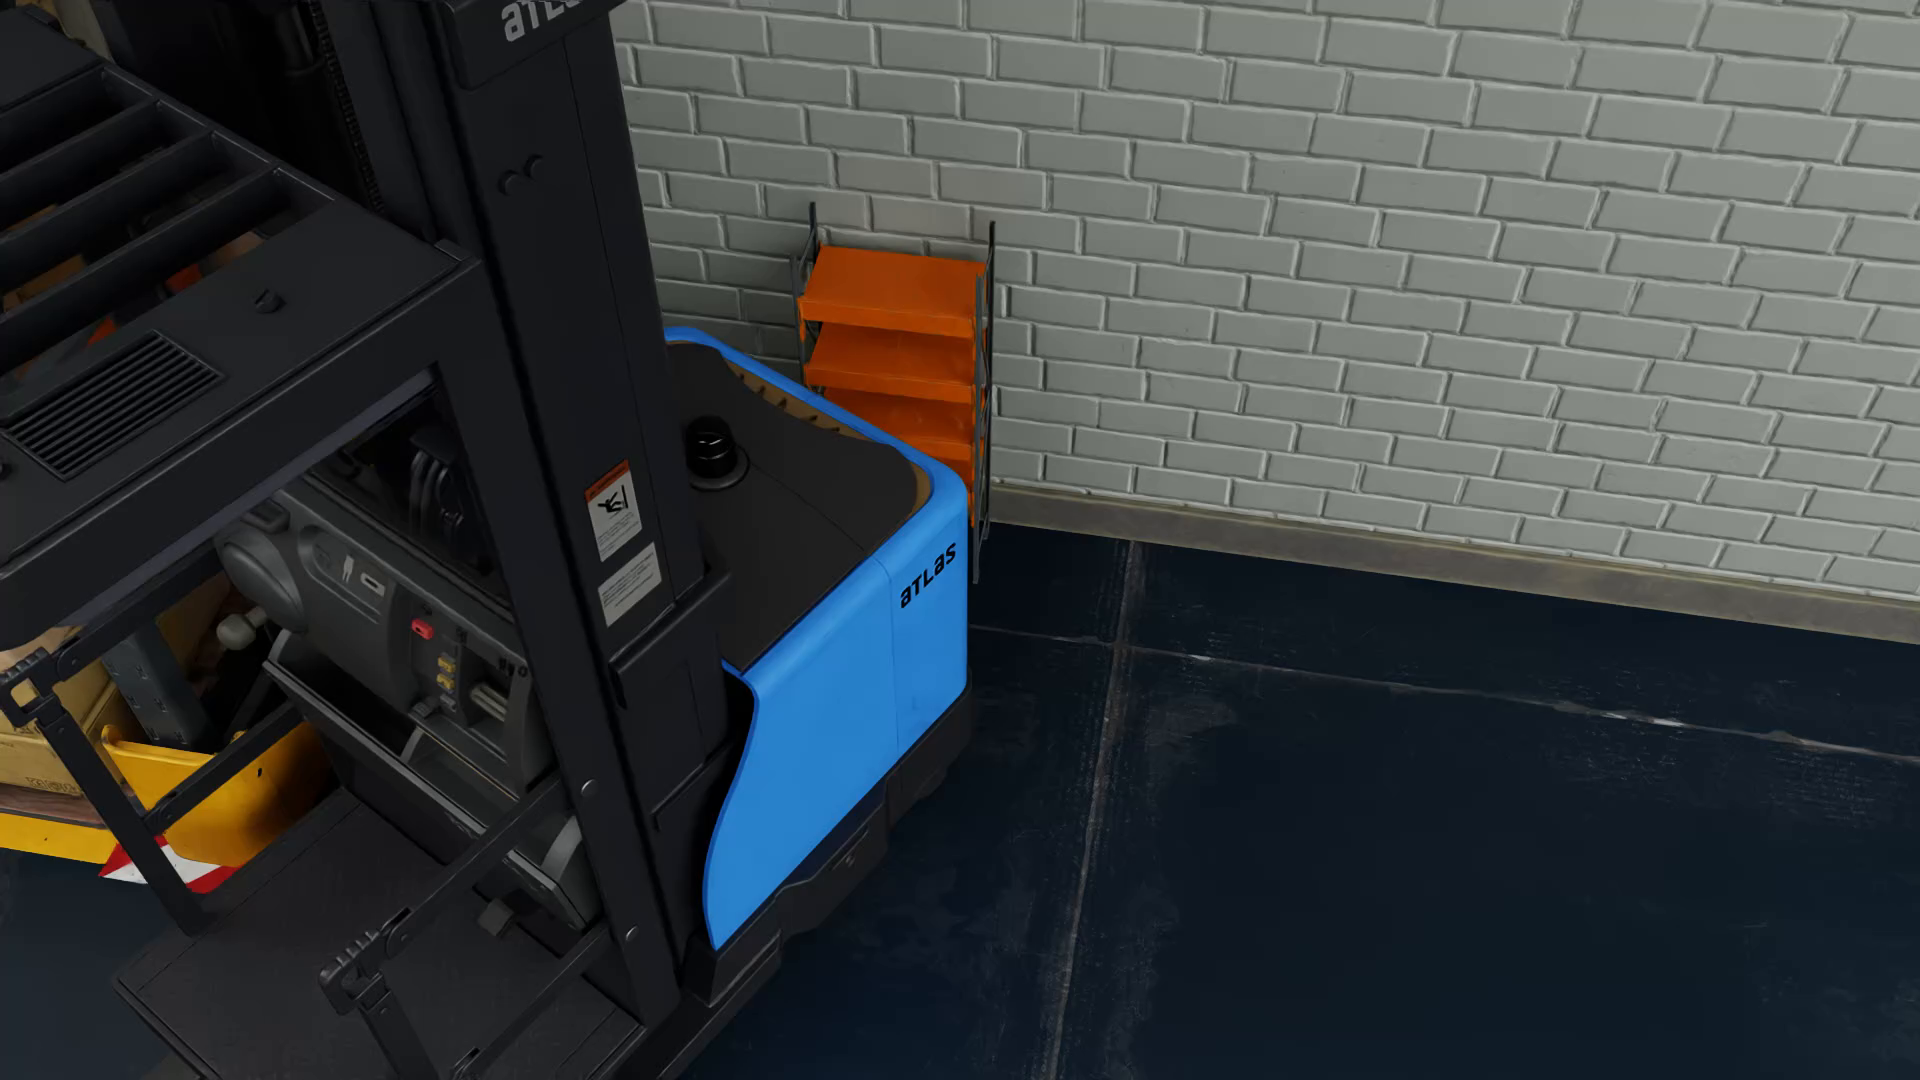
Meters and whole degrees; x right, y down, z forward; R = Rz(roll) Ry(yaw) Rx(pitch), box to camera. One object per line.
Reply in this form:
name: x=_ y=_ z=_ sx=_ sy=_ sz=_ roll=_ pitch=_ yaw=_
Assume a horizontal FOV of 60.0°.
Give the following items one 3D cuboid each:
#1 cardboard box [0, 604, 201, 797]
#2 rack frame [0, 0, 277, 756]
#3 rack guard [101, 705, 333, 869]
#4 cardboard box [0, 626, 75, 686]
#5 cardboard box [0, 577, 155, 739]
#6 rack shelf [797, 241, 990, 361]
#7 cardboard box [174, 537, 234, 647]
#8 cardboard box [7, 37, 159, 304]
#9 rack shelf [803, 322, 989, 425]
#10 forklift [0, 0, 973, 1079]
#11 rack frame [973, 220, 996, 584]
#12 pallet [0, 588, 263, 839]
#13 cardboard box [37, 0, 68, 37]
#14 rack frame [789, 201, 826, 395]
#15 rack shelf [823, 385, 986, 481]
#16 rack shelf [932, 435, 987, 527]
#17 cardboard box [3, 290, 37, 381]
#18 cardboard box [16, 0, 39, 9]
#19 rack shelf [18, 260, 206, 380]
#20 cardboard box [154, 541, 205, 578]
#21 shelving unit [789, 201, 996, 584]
cardboard box: x=-2.420 y=0.387 z=4.452 sx=0.500 sy=0.250 sz=0.500 roll=8 pitch=49 yaw=7
rack frame: x=-1.901 y=-0.561 z=3.738 sx=0.127 sy=3.000 sz=1.000 roll=8 pitch=49 yaw=7
rack guard: x=-1.878 y=0.278 z=4.664 sx=0.348 sy=0.500 sz=1.175 roll=8 pitch=49 yaw=7
cardboard box: x=-2.410 y=0.051 z=4.082 sx=0.500 sy=0.250 sz=0.500 roll=9 pitch=49 yaw=8
cardboard box: x=-2.436 y=0.215 z=4.270 sx=0.500 sy=0.250 sz=0.500 roll=7 pitch=48 yaw=6
rack shelf: x=-0.174 y=-0.648 z=4.497 sx=0.480 sy=0.148 sz=0.258 roll=7 pitch=48 yaw=7
cardboard box: x=-2.350 y=0.010 z=4.791 sx=0.500 sy=0.250 sz=0.500 roll=8 pitch=49 yaw=7
cardboard box: x=-2.340 y=-0.863 z=3.942 sx=0.500 sy=0.500 sz=0.500 roll=9 pitch=49 yaw=8
rack shelf: x=-0.174 y=-0.490 z=4.673 sx=0.480 sy=0.148 sz=0.258 roll=7 pitch=48 yaw=7
forklift: x=-1.261 y=0.243 z=3.062 sx=1.130 sy=2.935 sz=3.031 roll=30 pitch=55 yaw=24
rack frame: x=0.067 y=-0.354 z=4.761 sx=0.015 sy=1.200 sz=0.240 roll=7 pitch=48 yaw=7
pallet: x=-2.661 y=0.300 z=4.838 sx=1.213 sy=0.211 sz=1.003 roll=8 pitch=49 yaw=7
cardboard box: x=-2.189 y=-1.046 z=3.670 sx=0.250 sy=0.149 sz=0.380 roll=7 pitch=48 yaw=6
rack frame: x=-0.414 y=-0.416 z=4.817 sx=0.015 sy=1.200 sz=0.240 roll=7 pitch=48 yaw=7
rack shelf: x=-0.174 y=-0.340 z=4.839 sx=0.480 sy=0.148 sz=0.258 roll=7 pitch=48 yaw=7
rack shelf: x=-0.174 y=-0.207 z=4.987 sx=0.480 sy=0.148 sz=0.258 roll=7 pitch=48 yaw=7
cardboard box: x=-2.432 y=-0.467 z=3.586 sx=0.500 sy=0.500 sz=0.500 roll=7 pitch=48 yaw=6
cardboard box: x=-2.194 y=-1.111 z=3.529 sx=0.250 sy=0.149 sz=0.380 roll=7 pitch=48 yaw=6
rack shelf: x=-3.870 y=-0.585 z=4.243 sx=4.000 sy=0.370 sz=1.077 roll=8 pitch=49 yaw=7
cardboard box: x=-2.327 y=-0.164 z=4.611 sx=0.500 sy=0.250 sz=0.500 roll=8 pitch=49 yaw=8
shelving unit: x=-0.174 y=-0.385 z=4.789 sx=0.503 sy=1.200 sz=0.258 roll=7 pitch=48 yaw=7
